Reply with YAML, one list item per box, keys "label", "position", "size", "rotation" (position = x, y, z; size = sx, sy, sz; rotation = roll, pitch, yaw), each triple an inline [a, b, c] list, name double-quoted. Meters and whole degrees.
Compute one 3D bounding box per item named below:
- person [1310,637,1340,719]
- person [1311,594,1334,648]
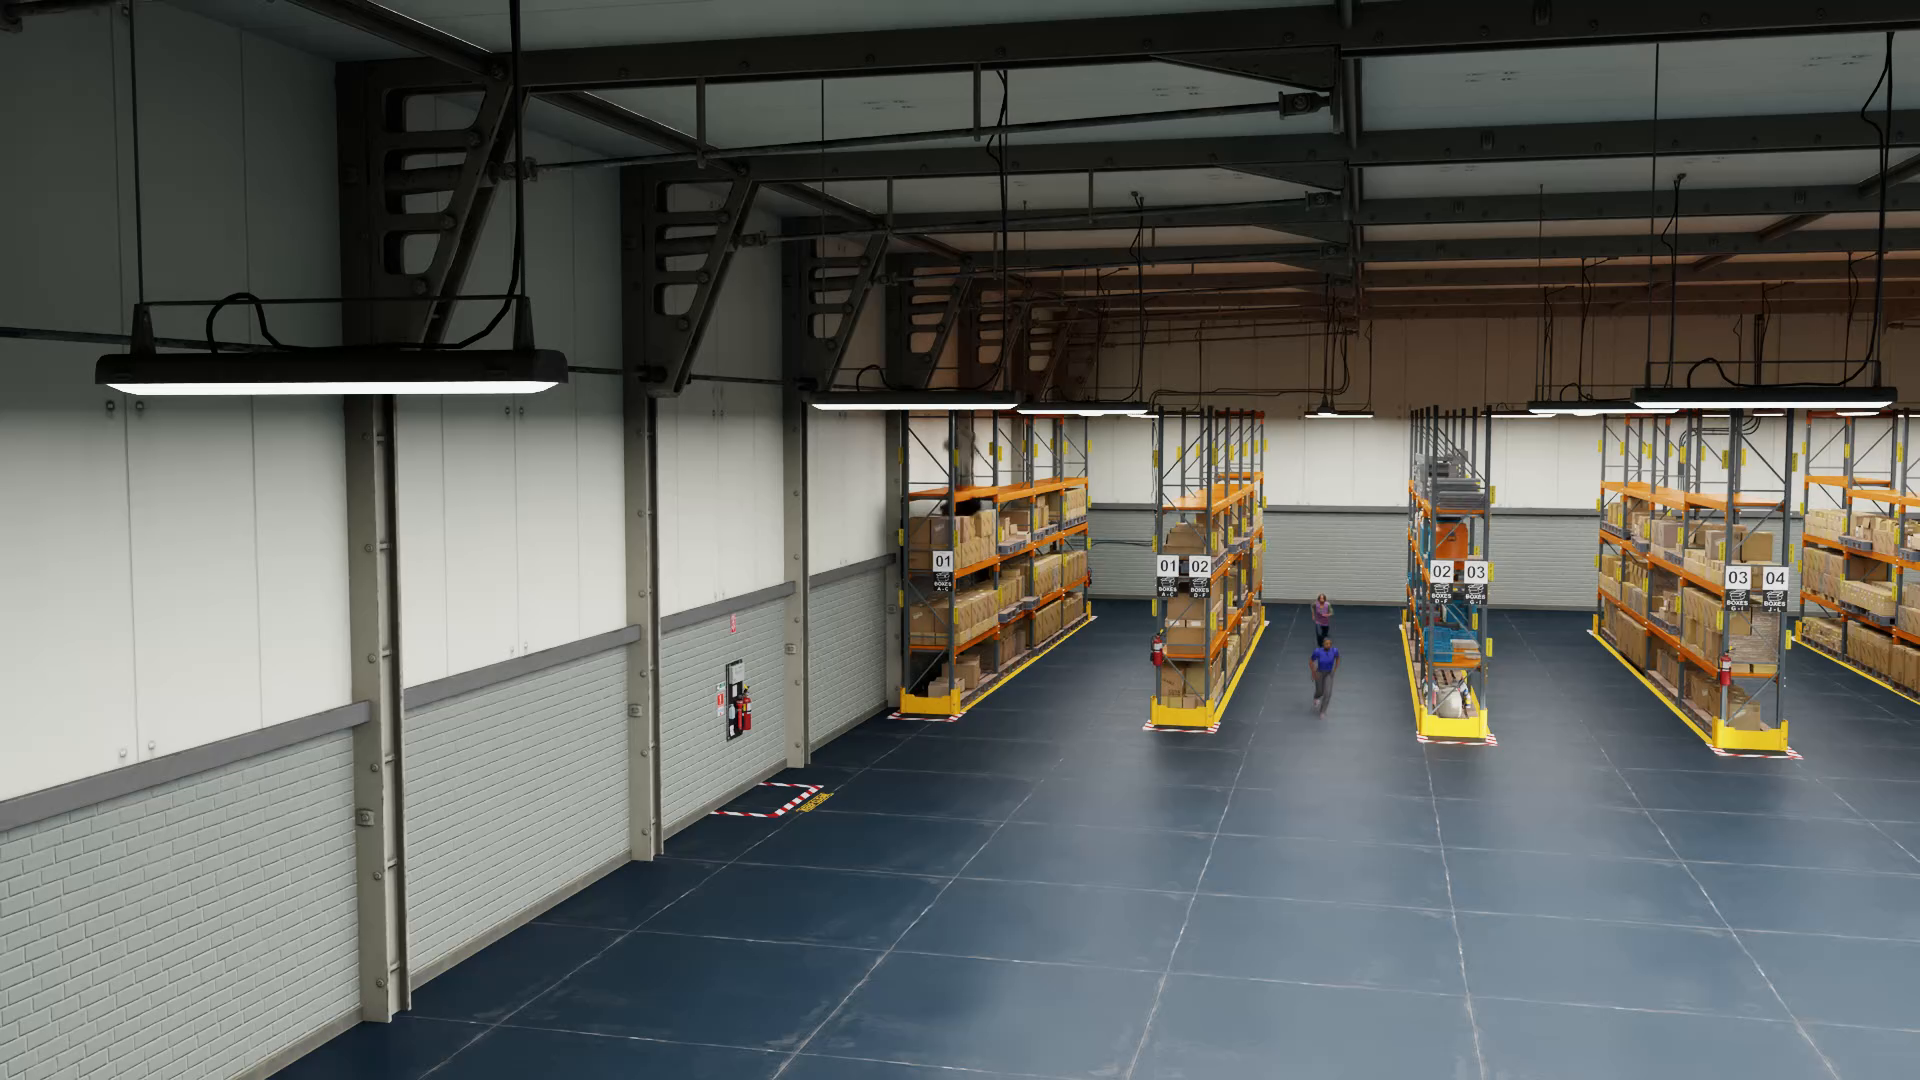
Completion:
- label: "person"
  position: [7.047, 2.645, 32.247]
  size: [0.575, 1.609, 0.845]
  rotation: [0, 4, -5]
- label: "person"
  position: [8.737, 2.067, 40.114]
  size: [0.537, 1.596, 0.889]
  rotation: [1, 4, 10]
